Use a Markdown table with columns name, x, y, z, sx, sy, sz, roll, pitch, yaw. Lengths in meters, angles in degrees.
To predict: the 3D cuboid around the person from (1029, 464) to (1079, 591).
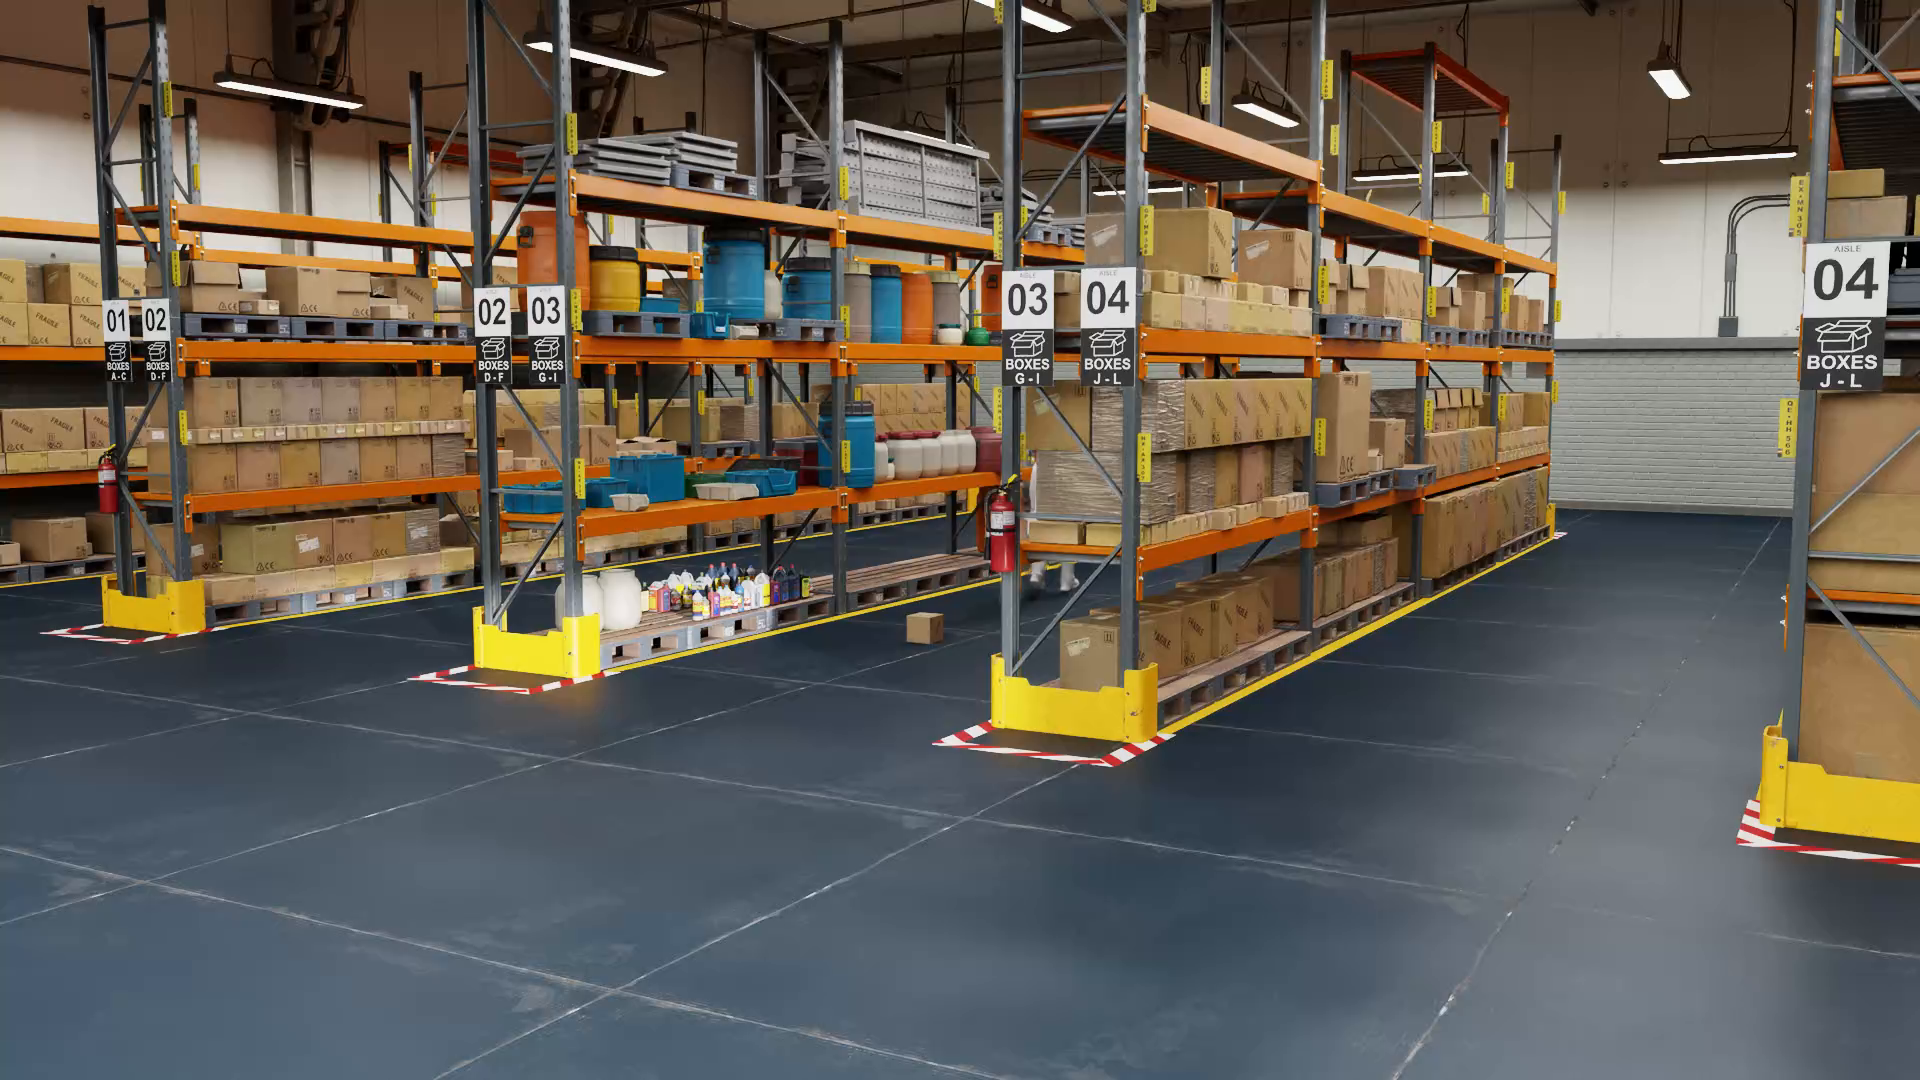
| name | x | y | z | sx | sy | sz | roll | pitch | yaw |
| --- | --- | --- | --- | --- | --- | --- | --- | --- | --- |
| person | 1.065 | -0.277 | 18.753 | 0.619 | 1.739 | 1.051 | 2 | 6 | 21 |
